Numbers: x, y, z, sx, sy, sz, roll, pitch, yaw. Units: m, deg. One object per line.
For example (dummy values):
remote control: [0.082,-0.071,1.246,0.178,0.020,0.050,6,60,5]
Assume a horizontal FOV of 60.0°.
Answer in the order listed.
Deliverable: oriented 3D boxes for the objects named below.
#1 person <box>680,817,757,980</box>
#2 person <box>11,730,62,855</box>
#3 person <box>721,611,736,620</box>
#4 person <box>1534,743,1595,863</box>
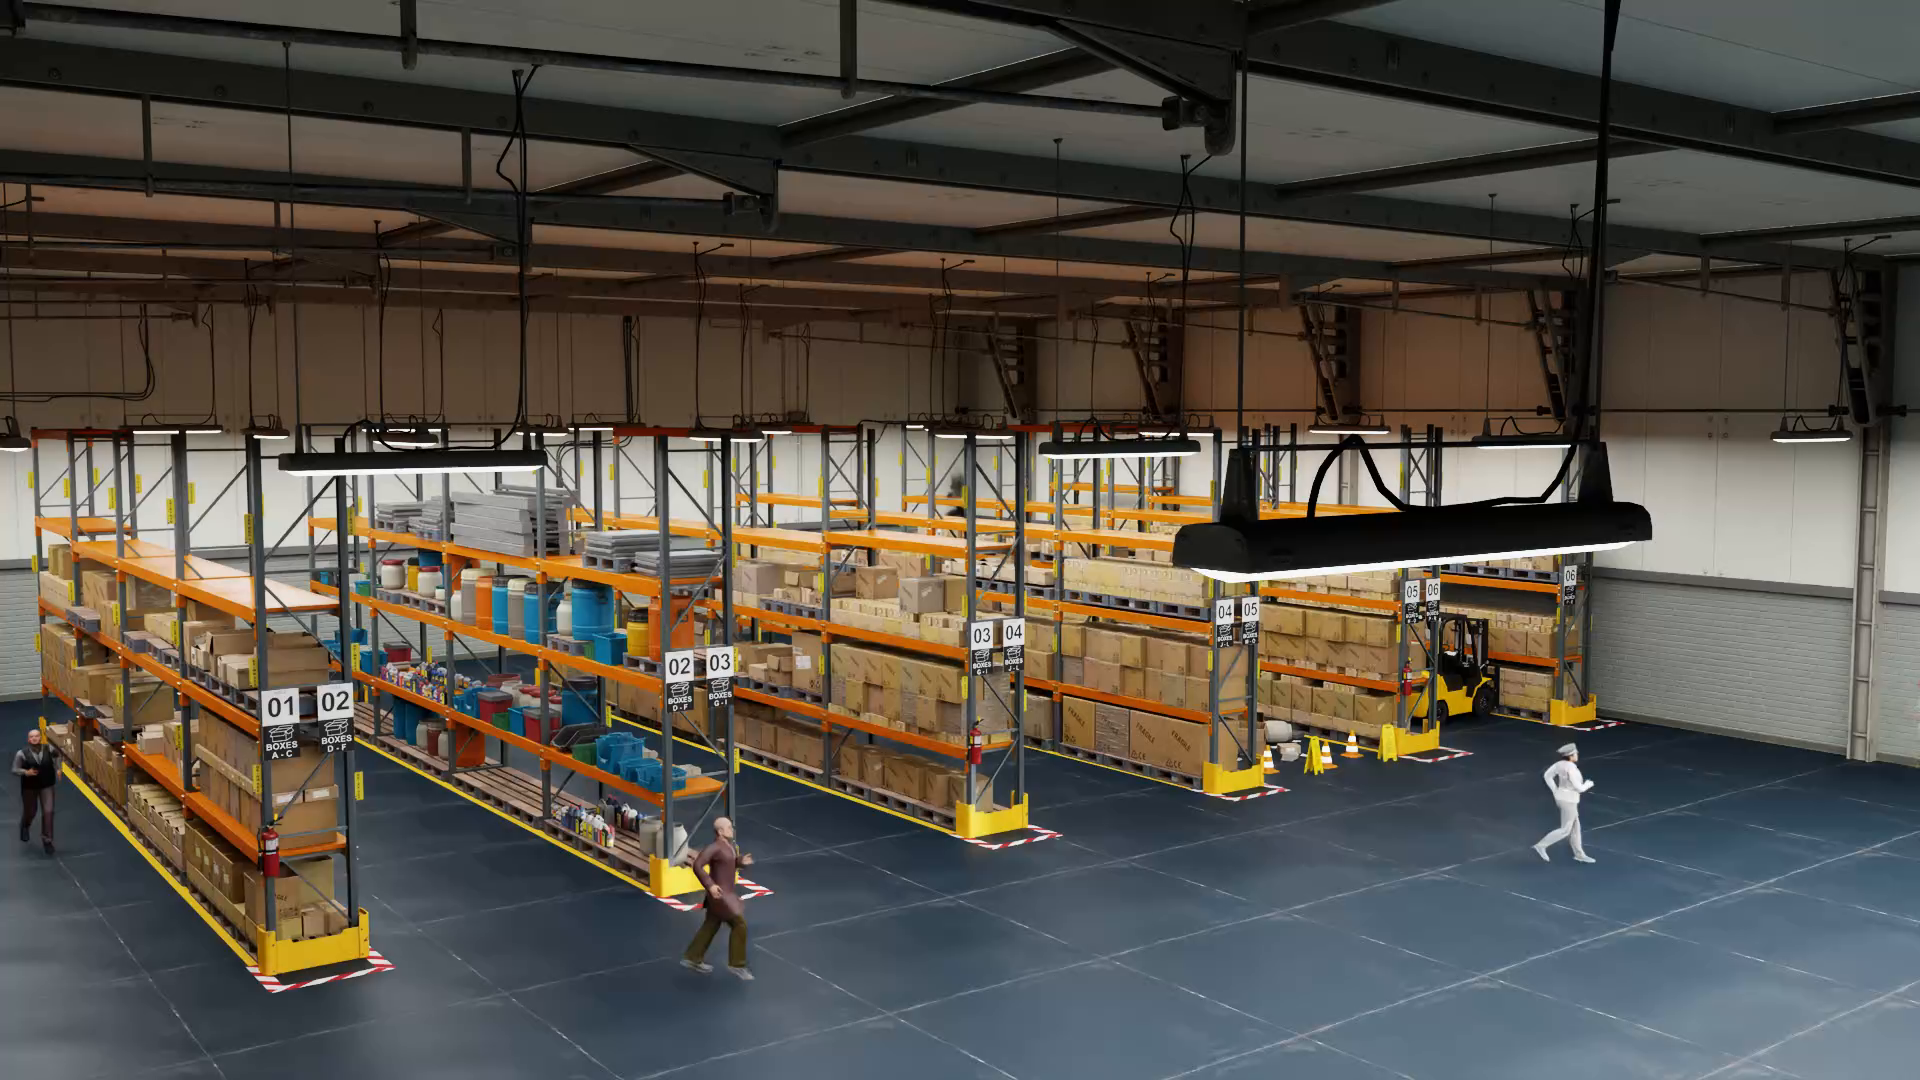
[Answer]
person: [-2.697,3.998,18.535,0.864,1.854,0.668,-1,5,-7]
person: [-13.294,3.588,23.967,0.665,1.754,0.954,-3,6,-36]
person: [-5.648,2.112,41.137,0.723,1.774,0.896,3,6,38]
person: [8.400,3.651,23.077,0.899,1.687,0.631,0,4,-2]
